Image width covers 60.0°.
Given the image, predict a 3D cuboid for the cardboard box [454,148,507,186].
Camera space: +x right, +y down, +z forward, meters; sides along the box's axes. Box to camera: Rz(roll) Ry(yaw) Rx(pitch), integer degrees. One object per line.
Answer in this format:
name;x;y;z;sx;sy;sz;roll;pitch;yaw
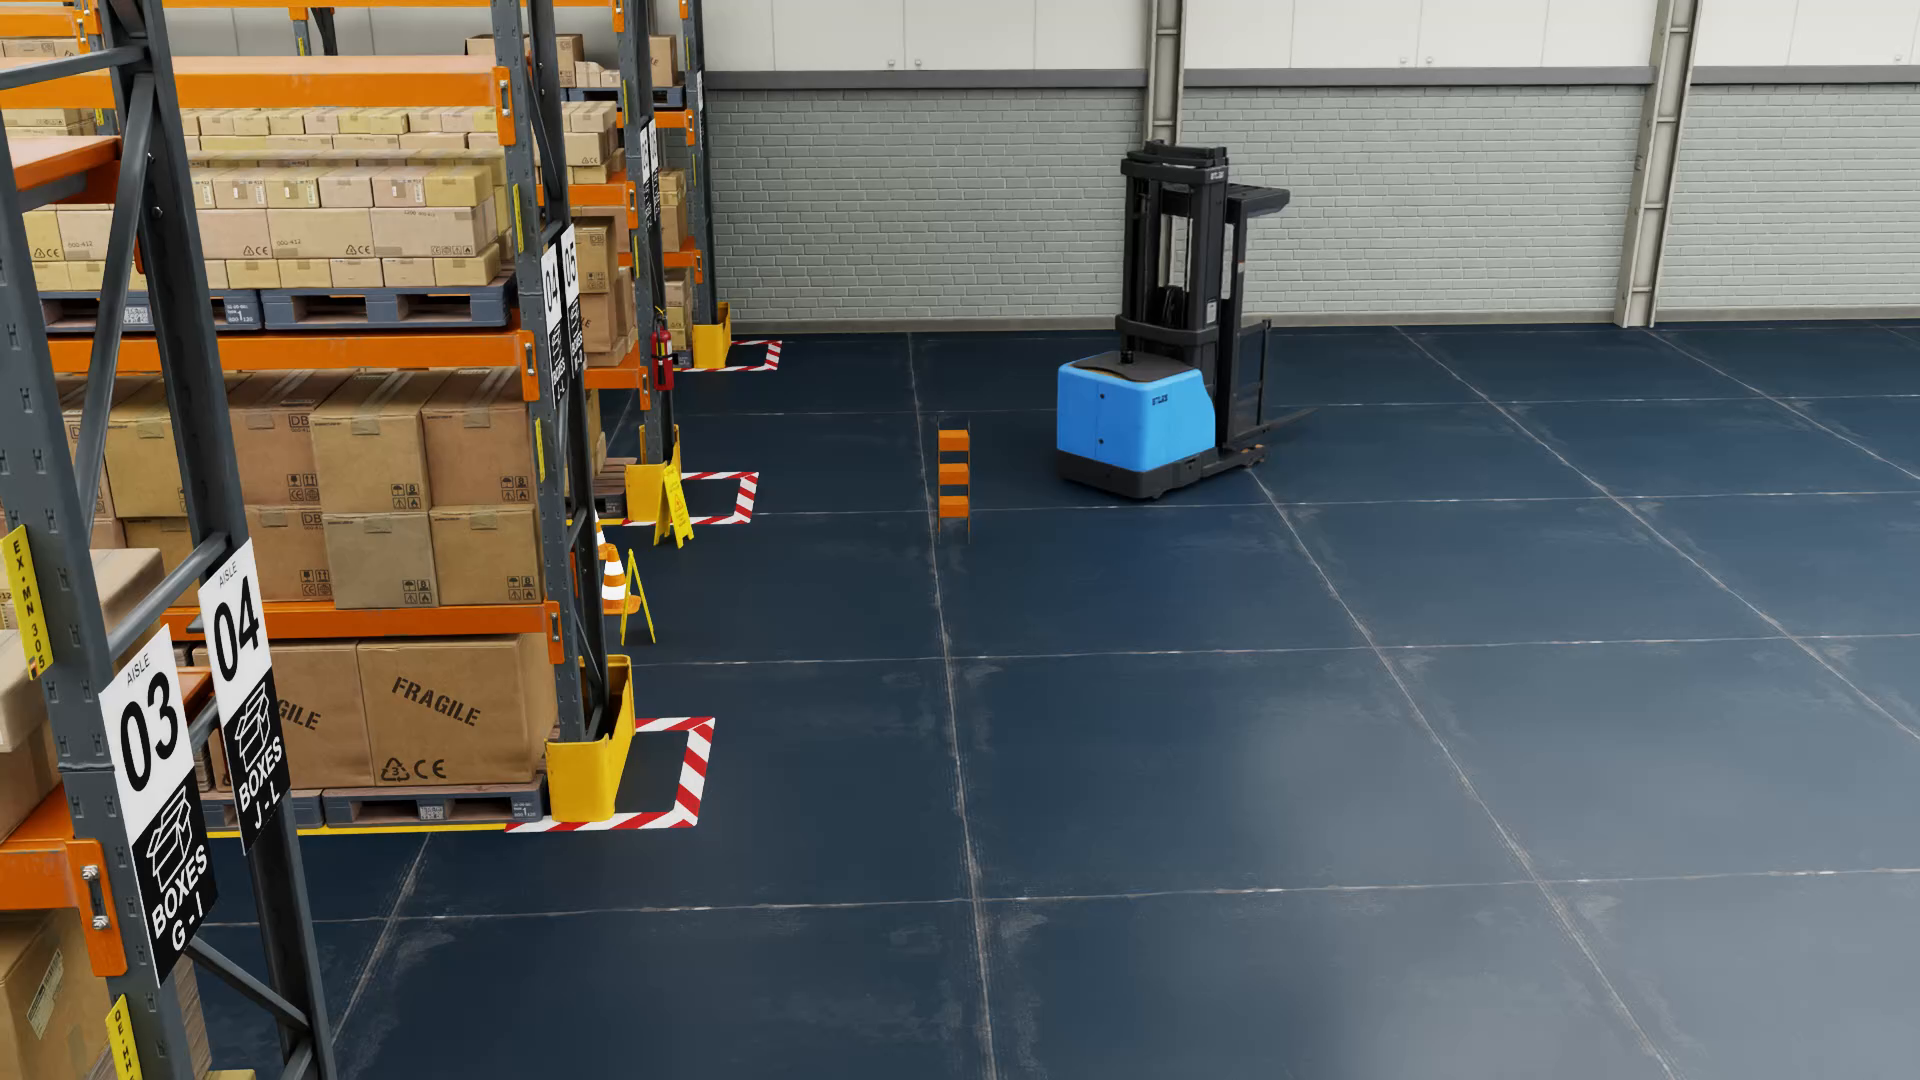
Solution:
cardboard box;-2.558;-2.016;8.987;0.250;0.149;0.380;-1;21;-2

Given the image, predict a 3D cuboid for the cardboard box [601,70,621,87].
cardboard box;-3.687;-4.932;17.767;0.250;0.149;0.380;-2;21;-5

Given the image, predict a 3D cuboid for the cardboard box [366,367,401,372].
cardboard box;-4.723;-1.498;13.693;0.250;0.149;0.380;-1;21;-3

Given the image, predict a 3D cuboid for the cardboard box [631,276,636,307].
cardboard box;-3.828;-2.775;18.564;0.500;0.250;0.500;-1;21;-2

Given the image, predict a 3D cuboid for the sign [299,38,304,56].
sign;-6.830;-5.046;17.275;0.005;0.325;0.100;-1;21;-3

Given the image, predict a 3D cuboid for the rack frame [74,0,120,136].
rack frame;-6.583;-4.489;12.764;0.127;3.000;1.000;-1;21;-3

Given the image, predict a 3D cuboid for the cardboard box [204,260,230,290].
cardboard box;-3.787;-1.385;8.449;0.250;0.149;0.380;-1;21;-3

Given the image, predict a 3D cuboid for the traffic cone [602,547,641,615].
traffic cone;-2.543;0.274;12.252;0.334;0.463;0.336;-1;21;-3

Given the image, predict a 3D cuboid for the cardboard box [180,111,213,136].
cardboard box;-5.992;-3.248;12.954;0.250;0.149;0.380;-1;21;-1

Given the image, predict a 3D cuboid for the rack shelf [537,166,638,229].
rack shelf;-4.586;-2.791;13.532;4.000;0.370;1.077;-1;21;-3

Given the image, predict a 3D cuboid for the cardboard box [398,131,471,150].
cardboard box;-4.105;-3.109;13.148;0.500;0.250;0.500;-1;21;-2

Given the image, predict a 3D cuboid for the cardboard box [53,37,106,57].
cardboard box;-9.110;-5.007;17.471;0.500;0.500;0.500;-1;21;-2

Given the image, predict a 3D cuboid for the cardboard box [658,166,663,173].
cardboard box;-3.493;-4.104;18.715;0.250;0.149;0.380;0;21;-1

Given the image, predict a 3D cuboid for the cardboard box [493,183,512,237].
cardboard box;-2.703;-1.805;8.993;0.500;0.250;0.500;-1;21;-3

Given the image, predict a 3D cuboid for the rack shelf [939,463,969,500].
rack shelf;-0.053;-0.480;13.435;0.240;0.259;0.215;-1;21;-3

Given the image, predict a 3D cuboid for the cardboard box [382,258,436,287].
cardboard box;-2.770;-1.405;8.503;0.250;0.149;0.380;-1;21;-3

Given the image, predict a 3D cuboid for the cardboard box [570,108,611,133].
cardboard box;-2.910;-3.312;13.120;0.250;0.149;0.380;-1;21;-3

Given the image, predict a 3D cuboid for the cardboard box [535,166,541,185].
cardboard box;-3.444;-2.934;13.249;0.250;0.149;0.380;-1;21;-1

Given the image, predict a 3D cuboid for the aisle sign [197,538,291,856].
aisle sign;-1.979;0.431;4.619;0.004;0.787;0.394;-1;21;-3

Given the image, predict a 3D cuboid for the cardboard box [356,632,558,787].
cardboard box;-2.879;0.824;9.637;0.875;0.875;0.875;-1;21;-3

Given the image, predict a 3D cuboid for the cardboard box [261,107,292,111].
cardboard box;-5.508;-3.484;13.573;0.250;0.149;0.380;-1;21;-1

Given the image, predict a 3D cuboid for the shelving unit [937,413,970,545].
shelving unit;-0.053;-0.490;13.431;0.252;1.050;0.215;-1;21;-3

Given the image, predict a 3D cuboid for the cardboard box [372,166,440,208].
cardboard box;-2.773;-1.778;8.362;0.250;0.149;0.380;-1;21;-3

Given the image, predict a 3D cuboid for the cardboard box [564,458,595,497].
cardboard box;-3.405;-0.565;14.164;0.500;0.250;0.500;-1;21;-3

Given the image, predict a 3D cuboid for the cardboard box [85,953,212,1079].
cardboard box;-2.575;1.570;4.724;0.500;0.500;0.875;-1;21;-3

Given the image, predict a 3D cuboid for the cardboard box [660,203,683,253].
cardboard box;-3.353;-3.473;18.387;0.500;0.500;0.500;-2;21;-4

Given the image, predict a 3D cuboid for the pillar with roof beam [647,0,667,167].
pillar with roof beam;-3.378;-5.110;14.396;0.400;9.000;9.100;-1;21;-3

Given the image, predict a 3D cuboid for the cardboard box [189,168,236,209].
cardboard box;-3.793;-1.757;8.306;0.250;0.149;0.380;-1;21;-4

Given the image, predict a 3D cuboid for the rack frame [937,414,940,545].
rack frame;-0.175;-0.487;13.425;0.008;1.050;0.200;-1;21;-3

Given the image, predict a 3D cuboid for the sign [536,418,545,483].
sign;-2.189;-0.469;8.676;0.005;0.325;0.100;-1;21;-3

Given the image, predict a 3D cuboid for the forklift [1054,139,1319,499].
forklift;2.244;-2.159;15.173;1.130;2.935;3.031;19;28;41

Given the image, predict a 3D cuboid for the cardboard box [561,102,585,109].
cardboard box;-3.207;-3.478;13.557;0.250;0.149;0.380;-1;21;-3

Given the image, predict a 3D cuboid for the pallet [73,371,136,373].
pallet;-7.355;-1.632;13.960;1.213;0.211;1.003;-1;21;-3

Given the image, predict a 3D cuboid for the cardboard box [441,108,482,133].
cardboard box;-3.925;-3.319;13.140;0.250;0.149;0.380;-1;21;-3

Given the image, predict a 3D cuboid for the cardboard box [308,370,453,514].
cardboard box;-3.123;-0.547;9.114;0.550;0.550;0.875;-1;21;-3

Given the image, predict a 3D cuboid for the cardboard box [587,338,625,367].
cardboard box;-2.951;-1.565;13.870;0.250;0.149;0.380;0;21;-1

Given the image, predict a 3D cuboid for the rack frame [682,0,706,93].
rack frame;-2.877;-6.333;17.608;0.127;3.000;1.000;-1;21;-3

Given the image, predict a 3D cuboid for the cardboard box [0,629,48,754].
cardboard box;-2.283;0.352;3.914;0.250;0.149;0.380;-1;21;-3

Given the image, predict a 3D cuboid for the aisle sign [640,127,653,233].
aisle sign;-2.511;-2.880;13.315;0.004;0.787;0.394;-1;21;-3

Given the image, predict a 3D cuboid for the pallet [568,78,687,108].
pallet;-3.584;-4.885;18.144;1.213;0.211;1.003;-1;21;-3

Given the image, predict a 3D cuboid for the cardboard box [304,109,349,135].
cardboard box;-4.953;-3.279;13.033;0.250;0.149;0.380;-1;21;-4

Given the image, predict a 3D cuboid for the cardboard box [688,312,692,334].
cardboard box;-3.378;-2.500;19.247;0.500;0.250;0.500;-1;21;-3

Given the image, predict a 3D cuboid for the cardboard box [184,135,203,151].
cardboard box;-6.128;-3.068;13.039;0.500;0.250;0.500;-2;21;-4

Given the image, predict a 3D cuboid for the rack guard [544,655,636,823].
rack guard;-2.182;1.158;9.878;0.348;0.500;1.175;-1;21;-3

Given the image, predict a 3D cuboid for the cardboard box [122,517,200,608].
cardboard box;-4.215;-0.045;9.314;0.500;0.550;0.875;-1;21;-3

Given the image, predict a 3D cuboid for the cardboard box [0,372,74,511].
cardboard box;-5.287;-0.551;9.125;0.550;0.550;0.875;-1;21;-3

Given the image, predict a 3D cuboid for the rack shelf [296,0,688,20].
rack shelf;-4.873;-5.770;17.701;4.000;0.370;1.077;-1;21;-3

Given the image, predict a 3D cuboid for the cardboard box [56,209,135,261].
cardboard box;-4.183;-1.585;8.414;0.500;0.250;0.500;-1;21;-3

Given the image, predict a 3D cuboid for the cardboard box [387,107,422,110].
cardboard box;-4.477;-3.469;13.533;0.250;0.149;0.380;-1;21;-2

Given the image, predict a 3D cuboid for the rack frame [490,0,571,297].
rack frame;-2.206;-2.814;8.364;0.127;3.000;1.000;-1;21;-3

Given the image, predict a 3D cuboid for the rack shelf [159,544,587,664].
rack shelf;-4.203;0.367;9.453;4.000;0.370;1.077;-1;21;-3

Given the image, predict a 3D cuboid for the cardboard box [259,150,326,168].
cardboard box;-3.573;-1.996;8.934;0.250;0.149;0.380;-2;21;-4

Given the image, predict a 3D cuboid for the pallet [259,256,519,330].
pallet;-2.946;-1.352;8.864;1.213;0.211;1.003;-1;21;-3
